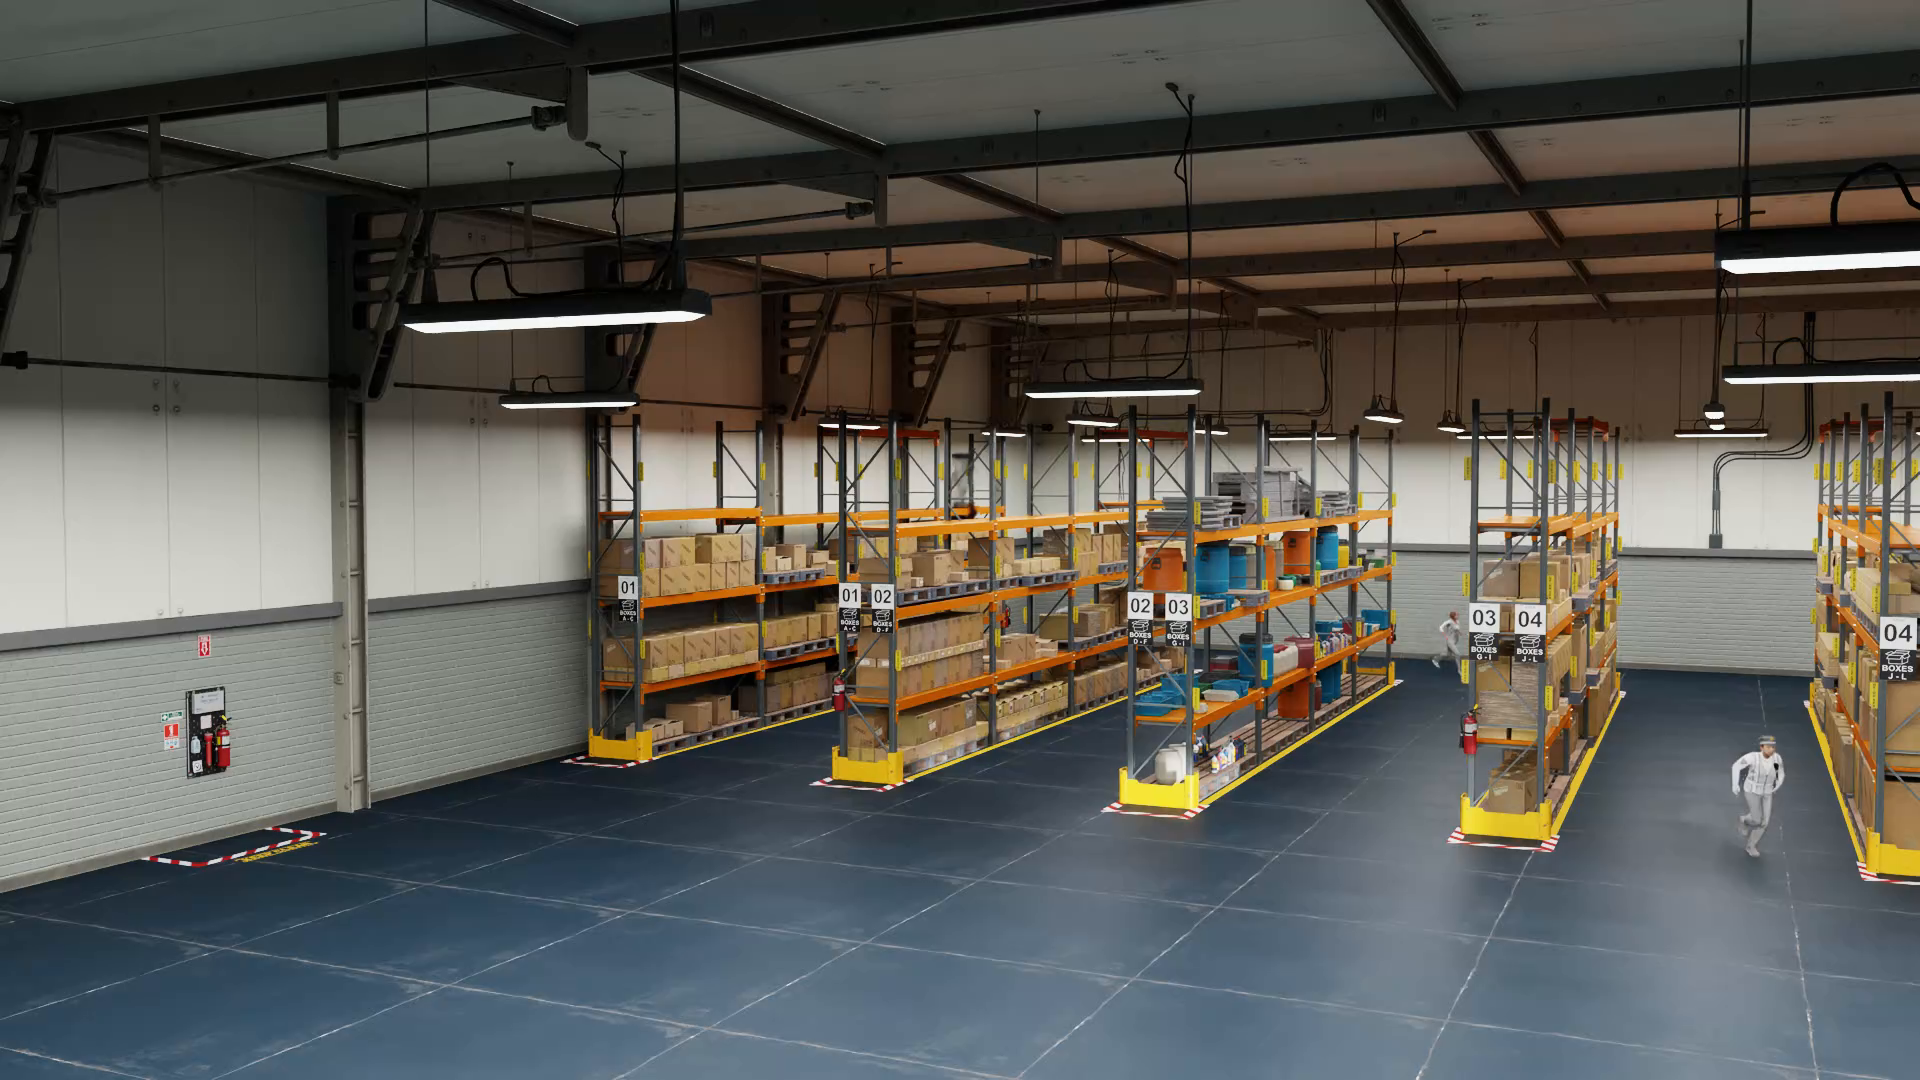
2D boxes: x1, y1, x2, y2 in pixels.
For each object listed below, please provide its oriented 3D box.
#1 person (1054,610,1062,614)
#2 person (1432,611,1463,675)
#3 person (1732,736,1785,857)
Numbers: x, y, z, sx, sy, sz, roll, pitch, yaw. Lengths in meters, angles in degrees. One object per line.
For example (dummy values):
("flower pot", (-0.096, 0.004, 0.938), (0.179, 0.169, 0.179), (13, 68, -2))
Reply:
("person", (2.349, 2.522, 39.616), (0.672, 1.728, 0.589), (1, 3, 29))
("person", (12.058, 2.538, 40.887), (1.016, 1.616, 0.495), (2, 3, 44))
("person", (10.421, 3.320, 21.697), (0.607, 1.619, 0.686), (0, 2, -5))
